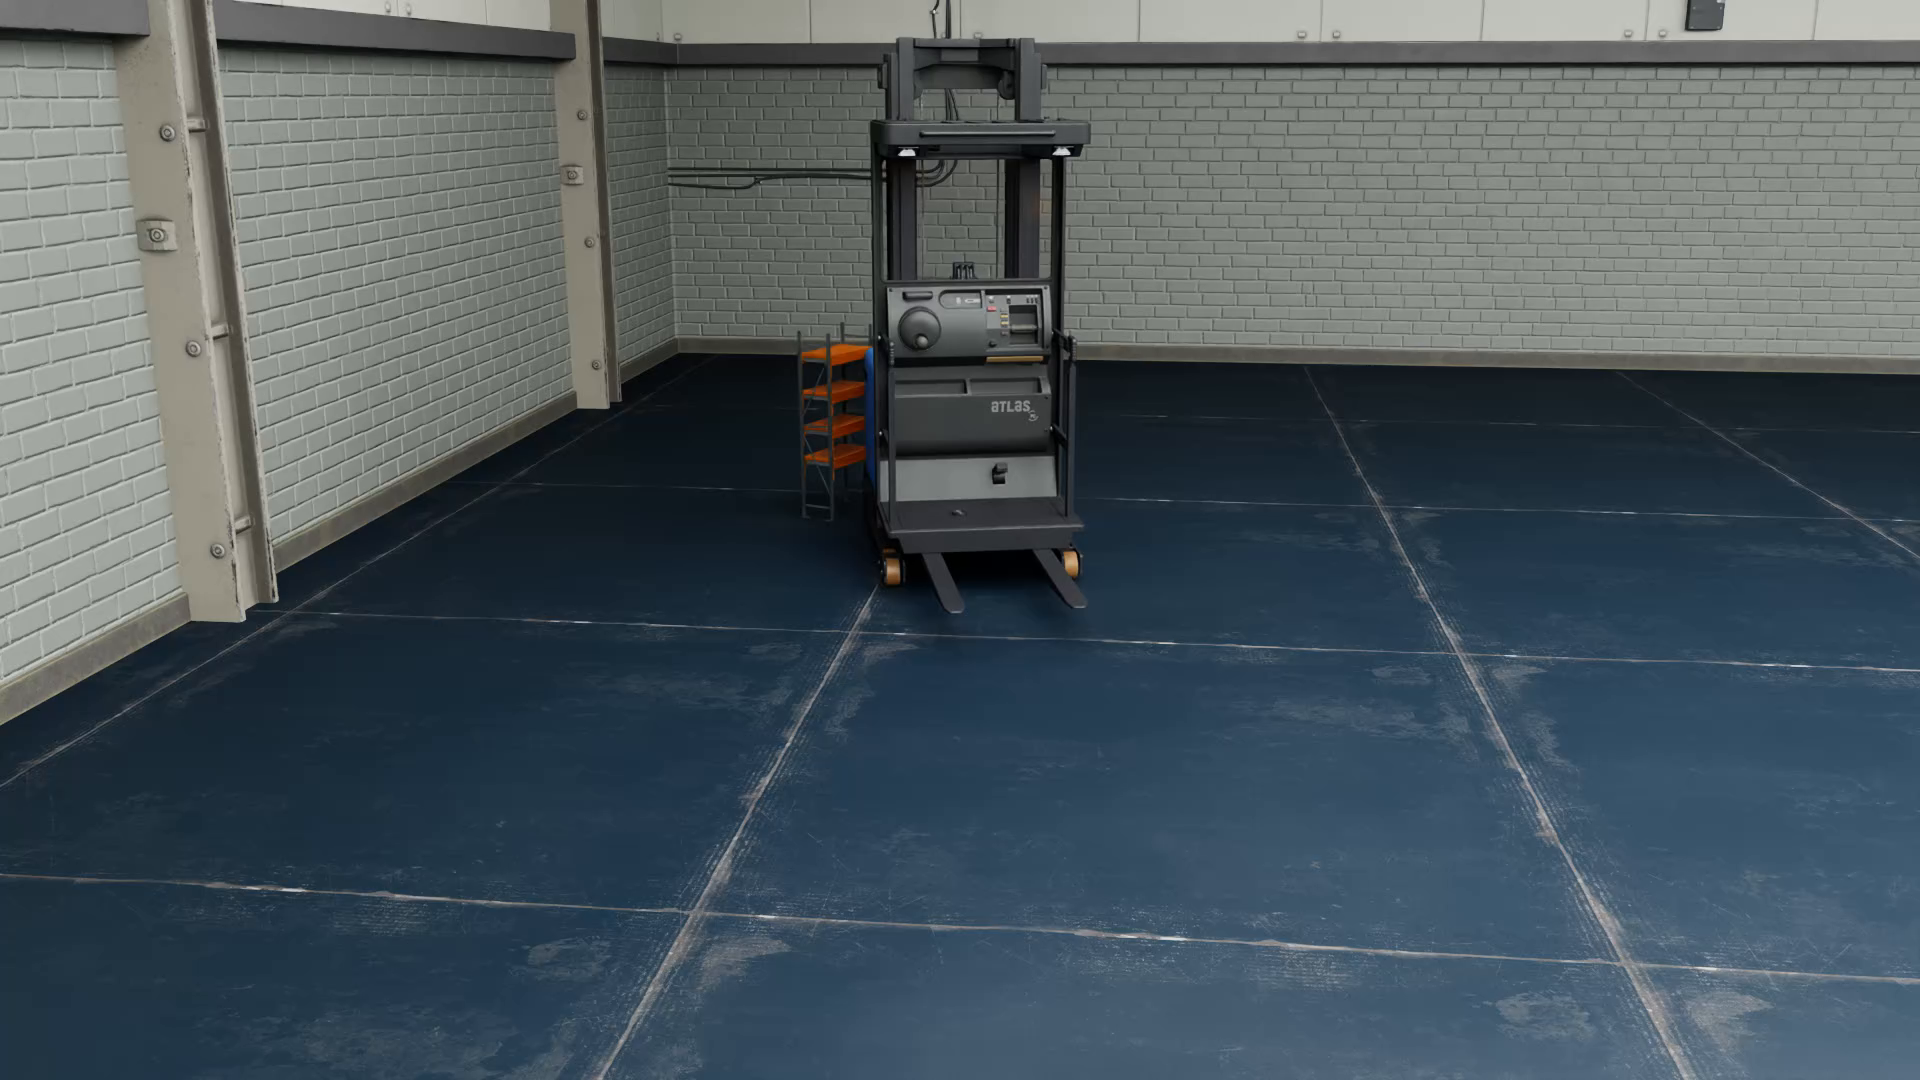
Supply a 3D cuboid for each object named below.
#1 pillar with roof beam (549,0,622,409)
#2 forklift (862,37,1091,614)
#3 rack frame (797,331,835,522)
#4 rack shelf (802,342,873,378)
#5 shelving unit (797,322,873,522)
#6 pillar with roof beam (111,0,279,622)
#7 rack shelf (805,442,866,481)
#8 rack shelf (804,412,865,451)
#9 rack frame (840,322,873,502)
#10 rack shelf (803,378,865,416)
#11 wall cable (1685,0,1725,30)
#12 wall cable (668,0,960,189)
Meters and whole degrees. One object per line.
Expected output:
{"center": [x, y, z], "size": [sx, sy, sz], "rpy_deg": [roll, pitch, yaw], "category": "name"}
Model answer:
{"center": [1.109, -5.404, 12.906], "size": [9.100, 9.000, 0.400], "rpy_deg": [2, 15, 6], "category": "pillar with roof beam"}
{"center": [0.083, -1.253, 9.179], "size": [1.130, 2.935, 3.031], "rpy_deg": [-2, 15, -7], "category": "forklift"}
{"center": [-0.909, -0.712, 10.495], "size": [0.240, 1.200, 0.015], "rpy_deg": [8, 17, 29], "category": "rack frame"}
{"center": [-0.789, -1.147, 10.598], "size": [0.258, 0.148, 0.480], "rpy_deg": [8, 17, 29], "category": "rack shelf"}
{"center": [-0.788, -0.768, 10.699], "size": [0.258, 1.200, 0.503], "rpy_deg": [8, 17, 29], "category": "shelving unit"}
{"center": [0.432, -3.848, 7.151], "size": [9.100, 9.000, 0.400], "rpy_deg": [2, 15, 6], "category": "pillar with roof beam"}
{"center": [-0.787, -0.511, 10.768], "size": [0.258, 0.148, 0.480], "rpy_deg": [8, 17, 29], "category": "rack shelf"}
{"center": [-0.788, -0.703, 10.717], "size": [0.258, 0.148, 0.480], "rpy_deg": [8, 17, 29], "category": "rack shelf"}
{"center": [-0.667, -0.823, 10.904], "size": [0.240, 1.200, 0.015], "rpy_deg": [8, 17, 29], "category": "rack frame"}
{"center": [-0.788, -0.919, 10.659], "size": [0.258, 0.148, 0.480], "rpy_deg": [8, 17, 29], "category": "rack shelf"}
{"center": [7.909, -7.614, 14.564], "size": [2.305, 6.003, 0.169], "rpy_deg": [2, 15, 6], "category": "wall cable"}
{"center": [-1.522, -4.757, 16.462], "size": [3.097, 2.526, 0.112], "rpy_deg": [2, 15, 6], "category": "wall cable"}
